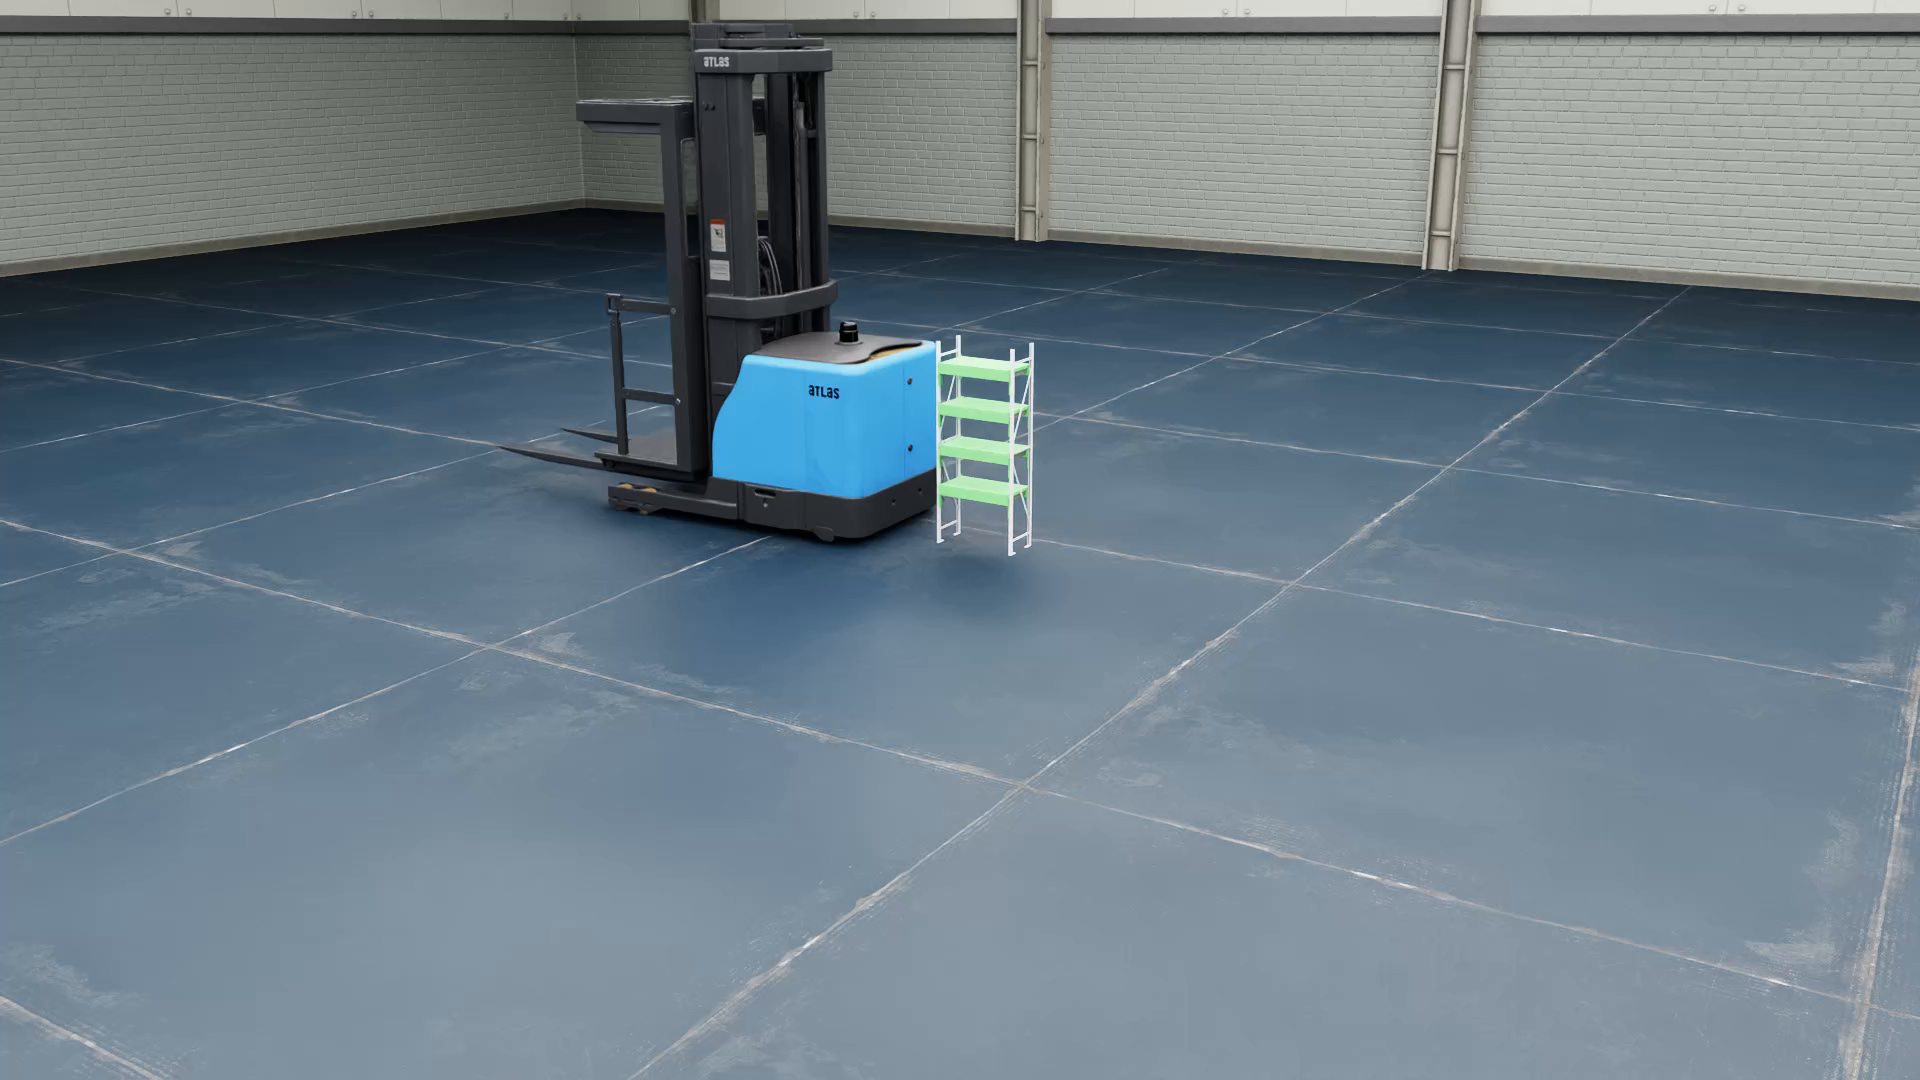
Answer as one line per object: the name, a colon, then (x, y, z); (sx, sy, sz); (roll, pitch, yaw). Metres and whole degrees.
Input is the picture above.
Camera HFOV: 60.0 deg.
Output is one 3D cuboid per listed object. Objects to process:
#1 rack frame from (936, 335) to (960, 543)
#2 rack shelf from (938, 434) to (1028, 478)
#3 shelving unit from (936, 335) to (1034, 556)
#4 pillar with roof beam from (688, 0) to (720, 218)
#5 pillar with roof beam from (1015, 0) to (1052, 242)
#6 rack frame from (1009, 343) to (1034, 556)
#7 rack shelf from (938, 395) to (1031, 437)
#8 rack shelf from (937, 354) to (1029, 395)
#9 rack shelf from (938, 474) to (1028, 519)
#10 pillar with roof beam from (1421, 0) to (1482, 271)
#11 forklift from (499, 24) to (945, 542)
rack frame: (-0.067, -0.586, 9.746); (0.015, 1.200, 0.240); (10, 20, 30)
rack shelf: (0.141, -0.488, 9.642); (0.480, 0.148, 0.258); (10, 20, 30)
shelving unit: (0.141, -0.549, 9.624); (0.503, 1.200, 0.258); (10, 20, 30)
pillar with roof beam: (-6.316, -8.547, 22.537); (0.400, 9.000, 9.100); (10, 20, 30)
pillar with roof beam: (-1.203, -7.635, 19.532); (0.400, 9.000, 9.100); (10, 20, 30)
rack frame: (0.349, -0.512, 9.502); (0.015, 1.200, 0.240); (10, 20, 30)
rack shelf: (0.141, -0.717, 9.573); (0.480, 0.148, 0.258); (10, 20, 30)
rack shelf: (0.141, -0.947, 9.503); (0.480, 0.148, 0.258); (10, 20, 30)
rack shelf: (0.141, -0.258, 9.712); (0.480, 0.148, 0.258); (10, 20, 30)
pillar with roof beam: (3.909, -6.722, 16.528); (0.400, 9.000, 9.100); (10, 20, 30)
forklift: (-1.632, -1.684, 10.382); (3.031, 2.935, 1.130); (10, 19, 29)
